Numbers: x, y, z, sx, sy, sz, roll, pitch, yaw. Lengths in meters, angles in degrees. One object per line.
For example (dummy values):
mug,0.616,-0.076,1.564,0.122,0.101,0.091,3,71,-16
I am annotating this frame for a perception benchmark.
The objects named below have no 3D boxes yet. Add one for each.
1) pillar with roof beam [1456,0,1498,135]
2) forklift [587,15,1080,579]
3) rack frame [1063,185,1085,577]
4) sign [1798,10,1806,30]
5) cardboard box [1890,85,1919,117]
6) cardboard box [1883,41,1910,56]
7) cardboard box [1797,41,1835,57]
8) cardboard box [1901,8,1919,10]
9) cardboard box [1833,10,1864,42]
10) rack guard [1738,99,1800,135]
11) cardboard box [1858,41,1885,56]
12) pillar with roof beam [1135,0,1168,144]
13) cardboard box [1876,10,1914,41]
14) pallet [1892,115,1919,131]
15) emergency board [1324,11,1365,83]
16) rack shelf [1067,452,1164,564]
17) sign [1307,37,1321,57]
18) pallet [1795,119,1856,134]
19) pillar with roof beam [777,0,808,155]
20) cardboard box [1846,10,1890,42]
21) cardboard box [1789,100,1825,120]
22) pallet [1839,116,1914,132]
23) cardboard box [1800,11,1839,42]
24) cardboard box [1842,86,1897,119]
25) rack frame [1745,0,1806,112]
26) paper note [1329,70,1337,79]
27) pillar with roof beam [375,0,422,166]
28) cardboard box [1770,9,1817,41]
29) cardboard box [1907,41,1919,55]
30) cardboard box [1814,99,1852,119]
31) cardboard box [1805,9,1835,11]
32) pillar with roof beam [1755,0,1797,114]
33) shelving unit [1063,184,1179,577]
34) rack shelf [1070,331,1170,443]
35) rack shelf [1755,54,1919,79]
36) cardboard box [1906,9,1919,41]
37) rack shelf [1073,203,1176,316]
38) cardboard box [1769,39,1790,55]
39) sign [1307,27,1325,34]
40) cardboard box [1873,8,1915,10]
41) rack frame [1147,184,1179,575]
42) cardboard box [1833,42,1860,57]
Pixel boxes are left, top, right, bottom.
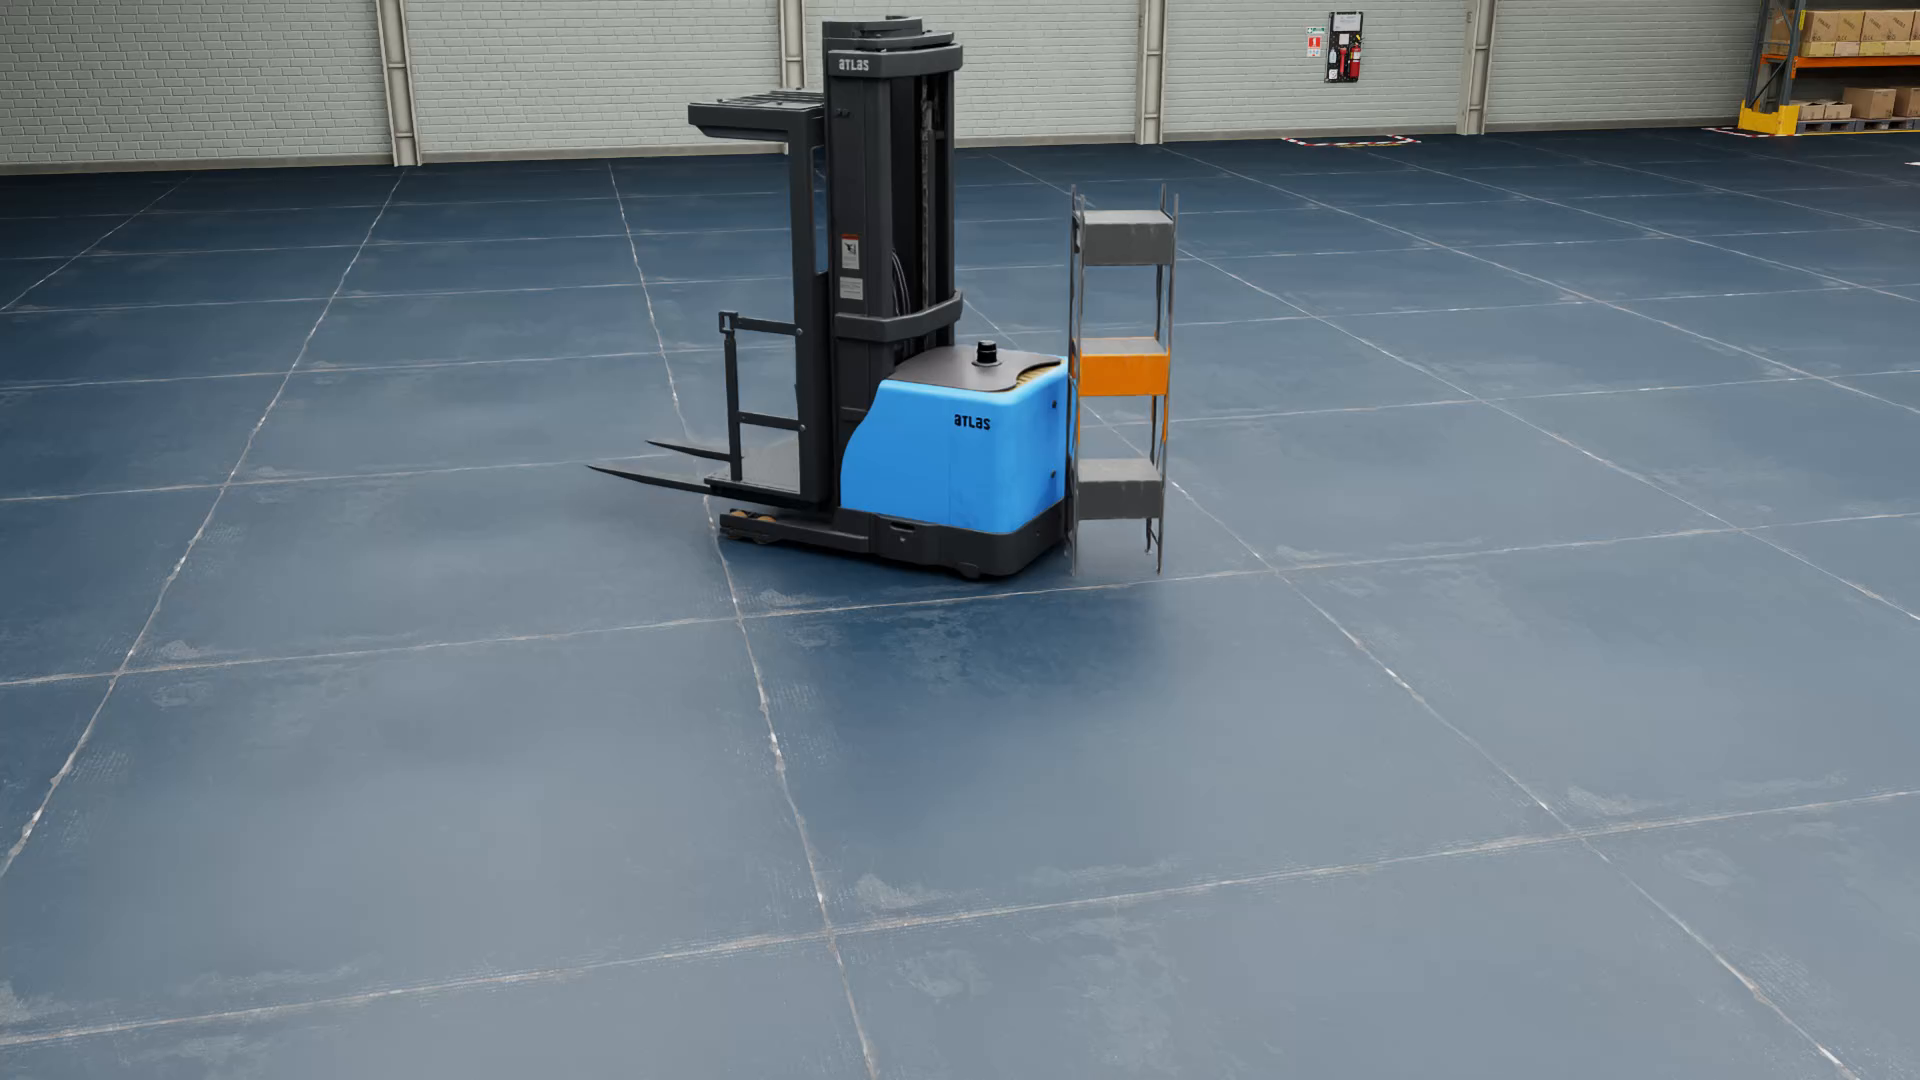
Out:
pillar with roof beam,10.021,-9.984,23.988,0.400,9.000,9.100,-5,21,-12
forklift,-0.844,-1.498,9.644,3.031,2.935,1.130,10,22,25
rack frame,0.619,-0.848,9.077,0.015,2.100,0.400,-1,20,-4
sign,14.512,-8.963,28.664,0.005,0.325,0.100,-5,21,-12
cardboard box,17.279,-7.992,30.267,0.500,0.500,0.500,-6,21,-17
cardboard box,16.427,-8.733,29.484,0.500,0.250,0.500,-4,21,-12
cardboard box,14.935,-8.610,29.146,0.500,0.250,0.500,-5,21,-14
cardboard box,17.270,-9.339,30.047,0.500,0.500,0.500,-5,21,-13
cardboard box,15.404,-9.003,29.128,0.500,0.500,0.500,-5,21,-12
rack guard,14.461,-7.571,29.755,0.348,0.500,1.175,-5,21,-12
cardboard box,15.934,-8.694,29.376,0.500,0.250,0.500,-5,21,-13
pillar with roof beam,4.182,-9.510,22.692,0.400,9.000,9.100,-5,21,-12
cardboard box,16.408,-9.086,29.357,0.500,0.500,0.500,-4,20,-11
pallet,17.634,-7.681,30.475,1.213,0.211,1.003,-5,21,-12
emergency board,6.617,-8.426,28.455,0.643,1.169,0.194,-5,21,-12
rack shelf,0.862,-0.184,9.338,0.480,0.518,0.431,-1,20,-4
sign,6.055,-8.433,28.424,0.234,0.329,0.001,-5,21,-12
pallet,15.260,-7.488,29.948,1.213,0.211,1.003,-5,21,-12
pillar with roof beam,-1.657,-9.035,21.396,0.400,9.000,9.100,-5,21,-12
cardboard box,15.909,-9.041,29.234,0.500,0.500,0.500,-5,21,-14
cardboard box,15.081,-7.707,29.763,0.500,0.311,0.500,-7,21,-19
pallet,16.445,-7.583,30.208,1.213,0.211,1.003,-5,21,-12
cardboard box,14.921,-8.967,29.031,0.500,0.500,0.500,-5,21,-12
cardboard box,16.362,-7.882,29.966,0.500,0.500,0.700,-6,21,-16
rack frame,14.387,-8.738,29.309,0.127,3.000,1.000,-5,21,-12
paper note,6.429,-8.021,28.631,0.142,0.148,0.016,-5,21,-12
pillar with roof beam,-7.496,-8.560,20.099,0.400,9.000,9.100,-5,21,-12
cardboard box,14.797,-9.138,29.498,0.500,0.500,0.500,-5,21,-13
cardboard box,16.916,-8.773,29.593,0.500,0.250,0.500,-5,21,-13
cardboard box,15.636,-7.752,29.886,0.500,0.311,0.500,-3,20,-8
cardboard box,15.289,-9.175,29.598,0.500,0.500,0.500,-4,21,-12
pillar with roof beam,15.860,-10.459,25.285,0.400,9.000,9.100,-5,21,-12
shelving unit,0.862,-0.854,9.093,0.503,2.100,0.431,-1,20,-4
rack shelf,0.862,-0.841,9.097,0.480,0.518,0.431,-1,20,-4
rack shelf,16.334,-8.559,29.865,4.000,0.370,1.077,-5,21,-12
cardboard box,16.914,-9.128,29.470,0.500,0.500,0.500,-5,21,-14
rack shelf,0.862,-1.498,8.857,0.480,0.518,0.431,-1,20,-4
cardboard box,14.798,-8.779,29.609,0.500,0.250,0.500,-4,21,-12
sign,6.061,-8.679,28.325,0.331,0.109,0.001,-5,21,-12
cardboard box,16.784,-9.302,29.945,0.500,0.500,0.500,-4,21,-11
rack frame,1.106,-0.859,9.108,0.015,2.100,0.400,-1,20,-4
cardboard box,15.437,-8.656,29.272,0.500,0.250,0.500,-5,21,-14
